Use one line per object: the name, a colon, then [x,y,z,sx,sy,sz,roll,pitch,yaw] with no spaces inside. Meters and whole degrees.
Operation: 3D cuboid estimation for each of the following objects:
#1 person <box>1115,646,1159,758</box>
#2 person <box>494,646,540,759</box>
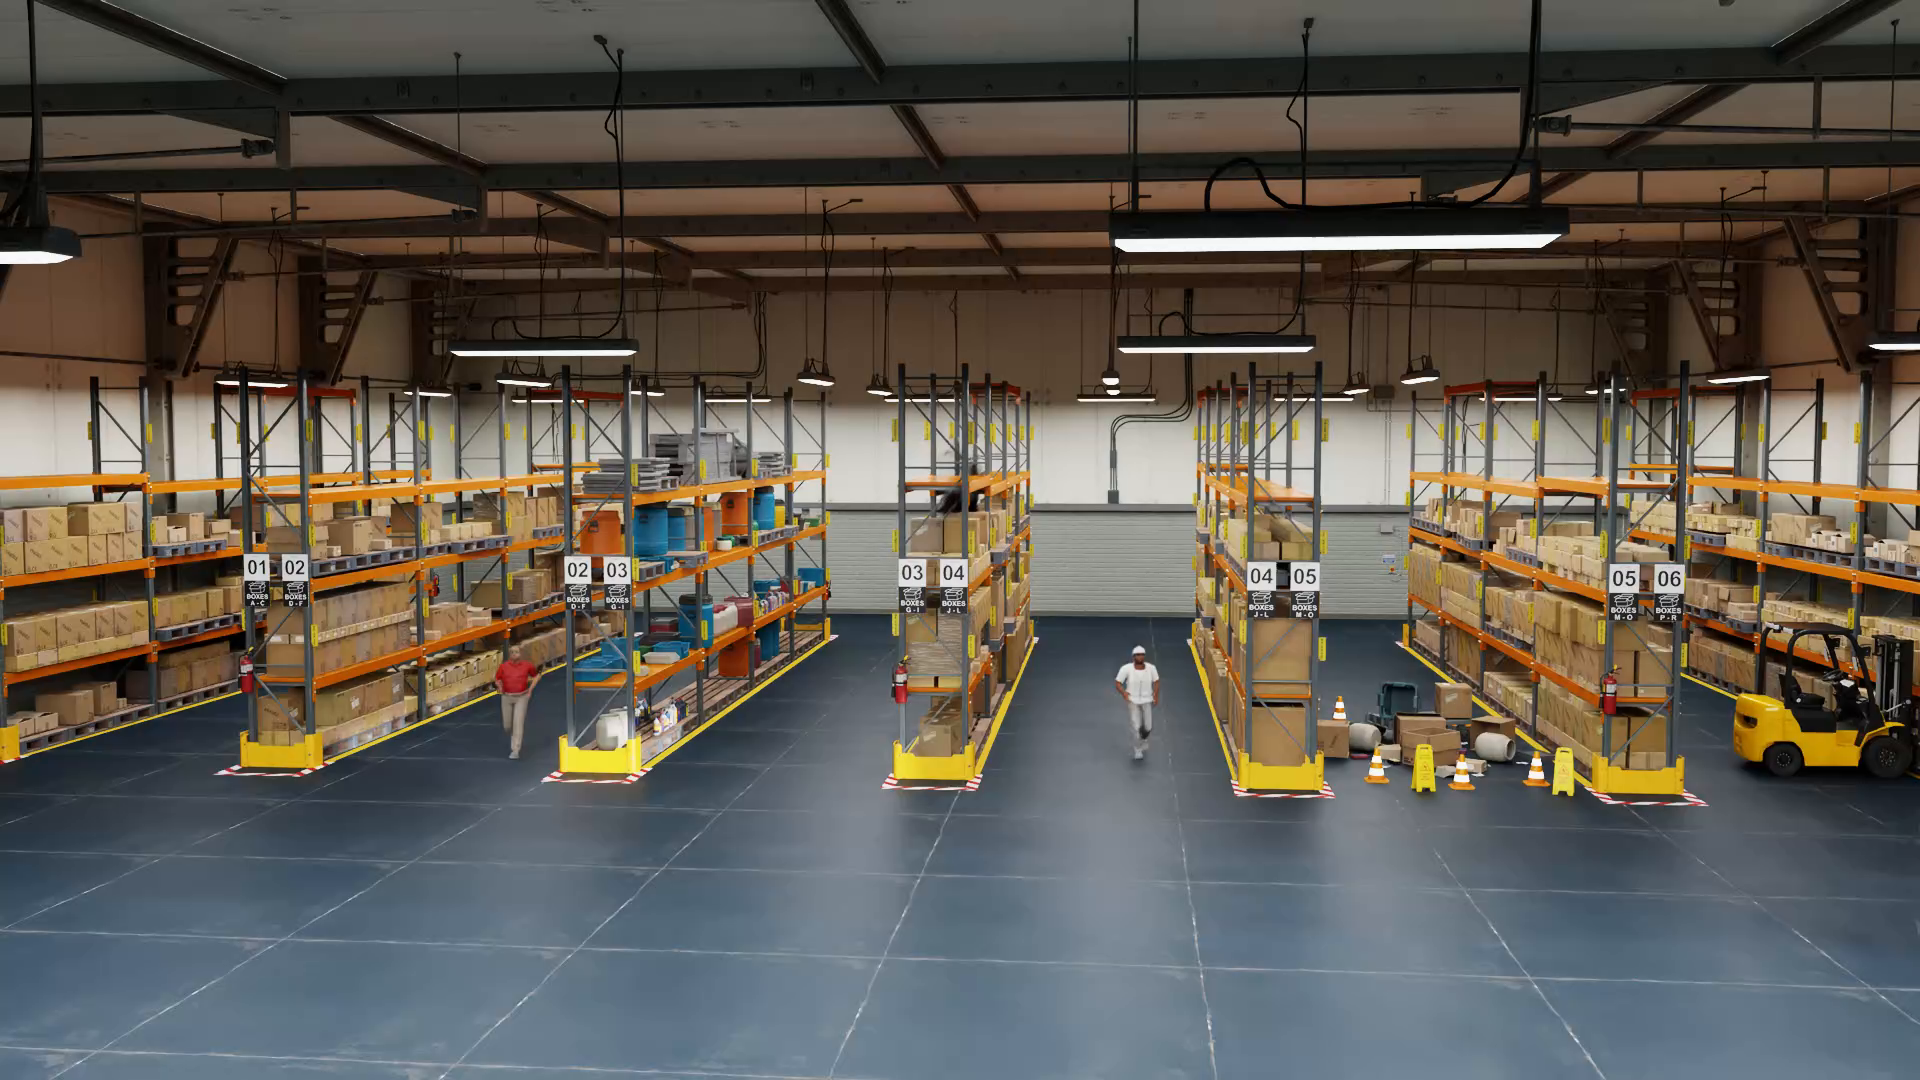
person: [2.742,2.491,25.643,0.706,1.728,0.575,0,4,-3]
person: [-6.885,2.483,25.767,0.666,1.692,0.922,0,4,-3]
